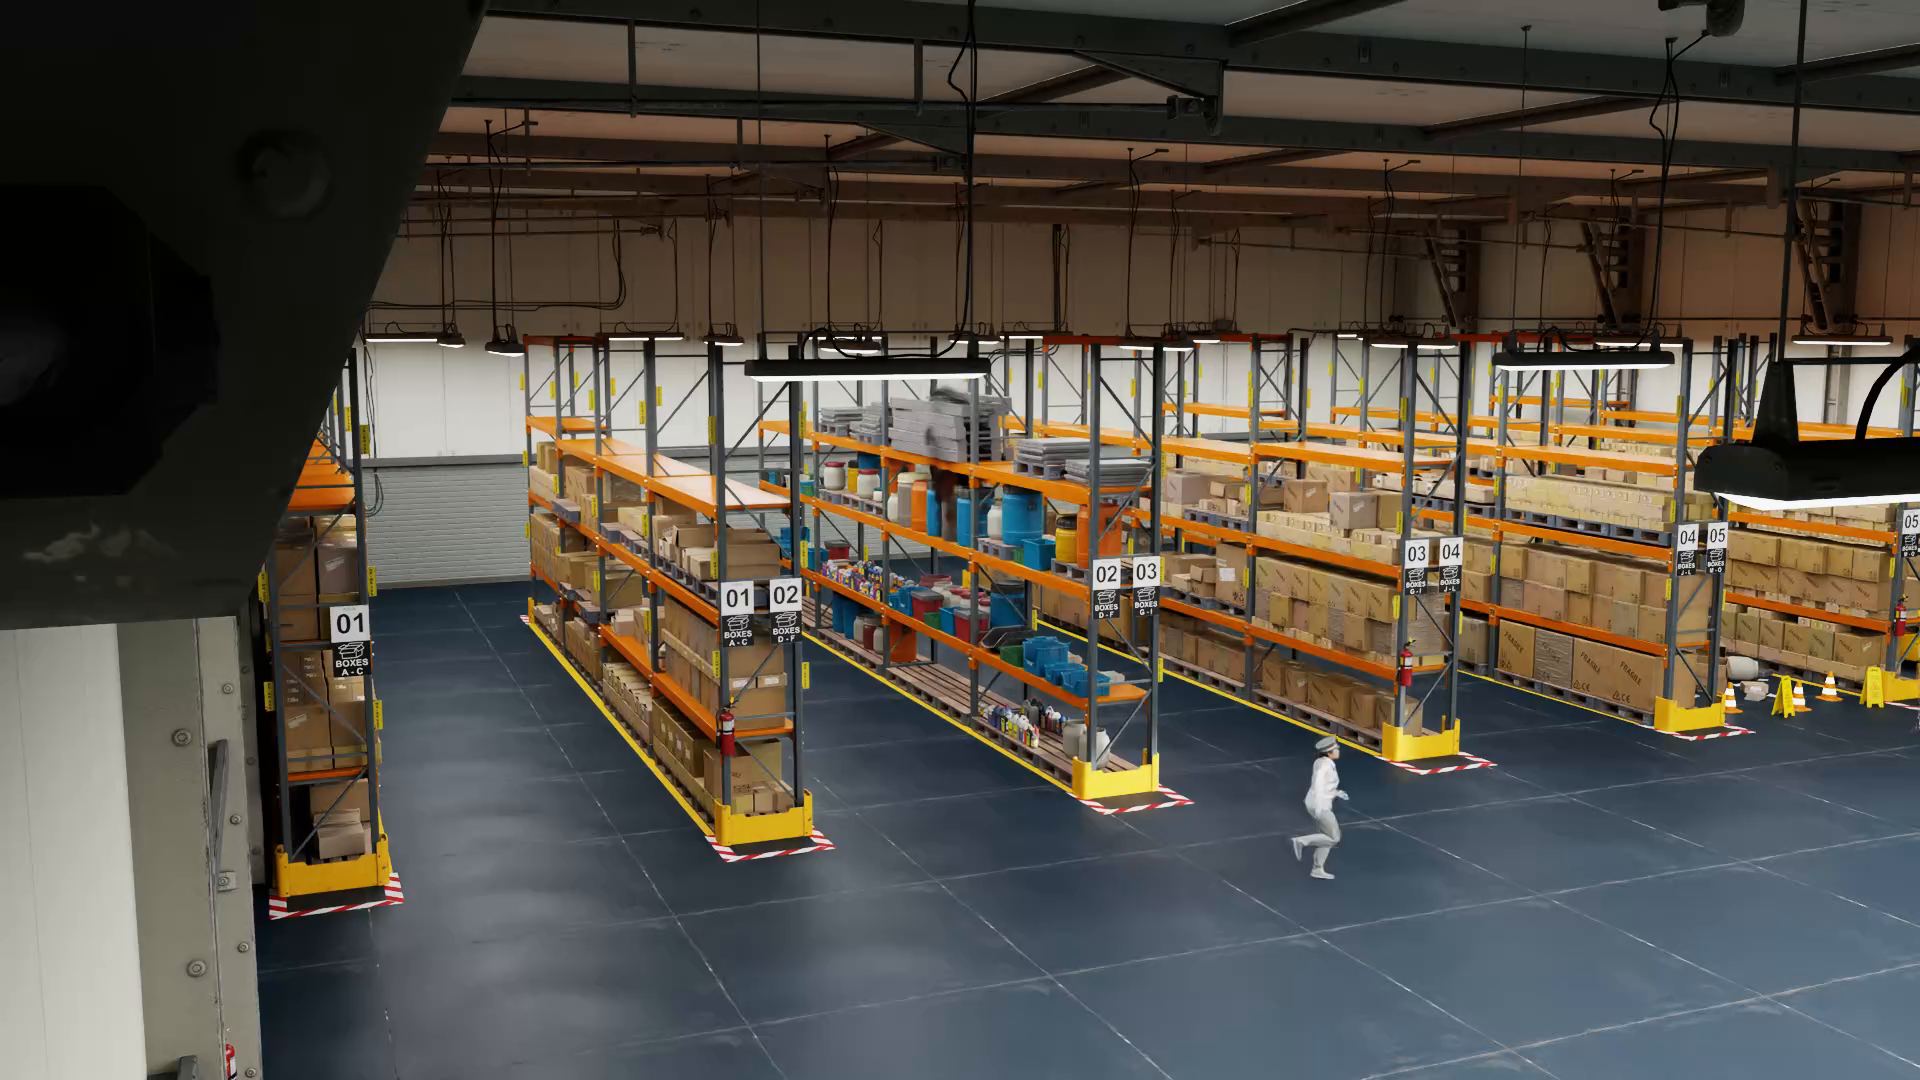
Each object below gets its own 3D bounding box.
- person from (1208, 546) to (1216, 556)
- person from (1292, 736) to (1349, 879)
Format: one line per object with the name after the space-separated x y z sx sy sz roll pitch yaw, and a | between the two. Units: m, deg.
6.413 -0.033 41.237 0.698 1.752 0.940 -6 9 -36 | person
4.097 3.041 18.857 0.644 1.650 0.653 0 8 1 | person
